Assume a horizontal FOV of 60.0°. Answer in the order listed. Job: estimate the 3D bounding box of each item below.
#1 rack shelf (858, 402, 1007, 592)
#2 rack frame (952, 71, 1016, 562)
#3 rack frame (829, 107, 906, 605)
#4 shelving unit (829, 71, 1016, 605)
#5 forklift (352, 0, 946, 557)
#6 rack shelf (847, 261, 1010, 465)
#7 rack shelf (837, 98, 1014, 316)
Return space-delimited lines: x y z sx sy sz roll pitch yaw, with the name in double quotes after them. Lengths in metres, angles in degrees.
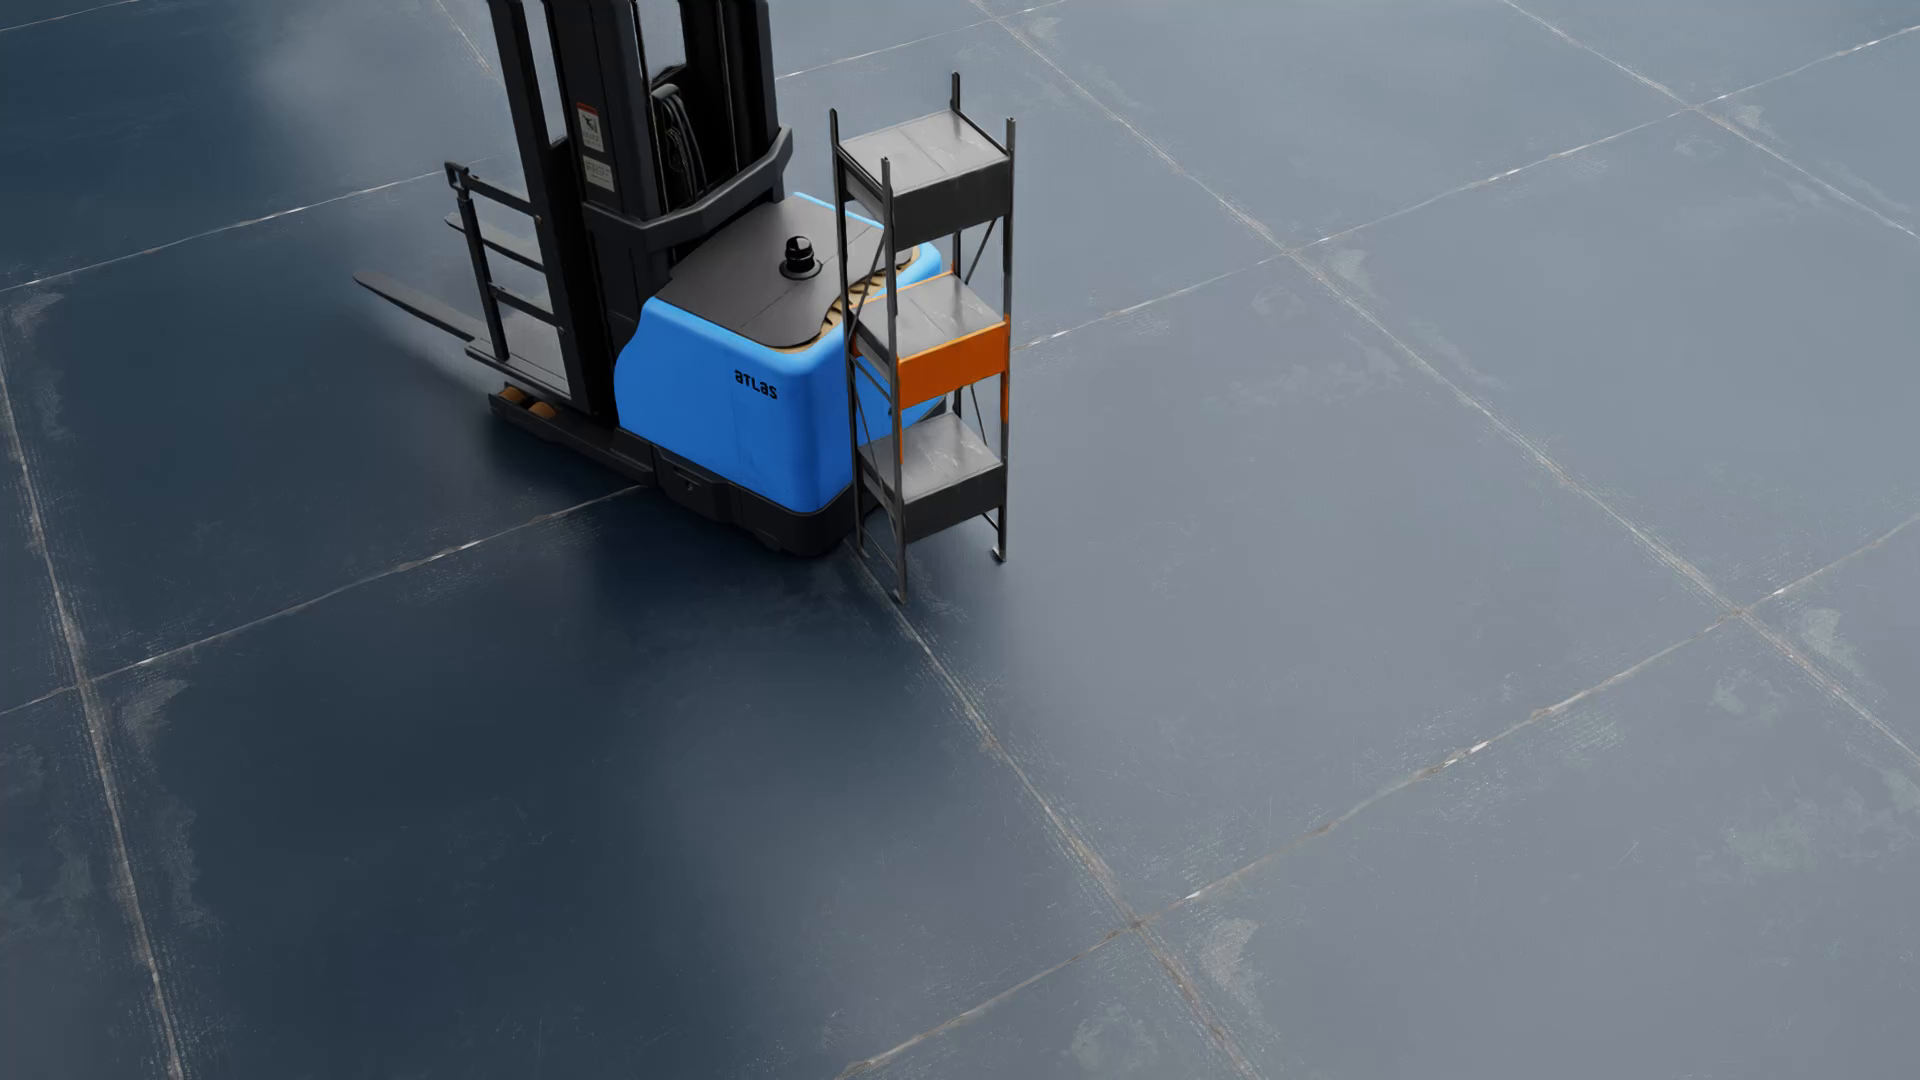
-0.124 -0.180 6.880 0.480 0.518 0.431 -23 48 -22 "rack shelf"
0.083 -0.781 6.474 0.015 2.100 0.400 -23 48 -22 "rack frame"
-0.335 -0.605 6.294 0.015 2.100 0.400 -23 48 -22 "rack frame"
-0.126 -0.693 6.384 0.503 2.100 0.431 -23 48 -22 "shelving unit"
-1.567 -1.797 6.927 3.031 2.935 1.130 25 50 24 "forklift"
-0.126 -0.683 6.393 0.480 0.518 0.431 -23 48 -22 "rack shelf"
-0.129 -1.186 5.906 0.480 0.518 0.431 -23 48 -22 "rack shelf"
